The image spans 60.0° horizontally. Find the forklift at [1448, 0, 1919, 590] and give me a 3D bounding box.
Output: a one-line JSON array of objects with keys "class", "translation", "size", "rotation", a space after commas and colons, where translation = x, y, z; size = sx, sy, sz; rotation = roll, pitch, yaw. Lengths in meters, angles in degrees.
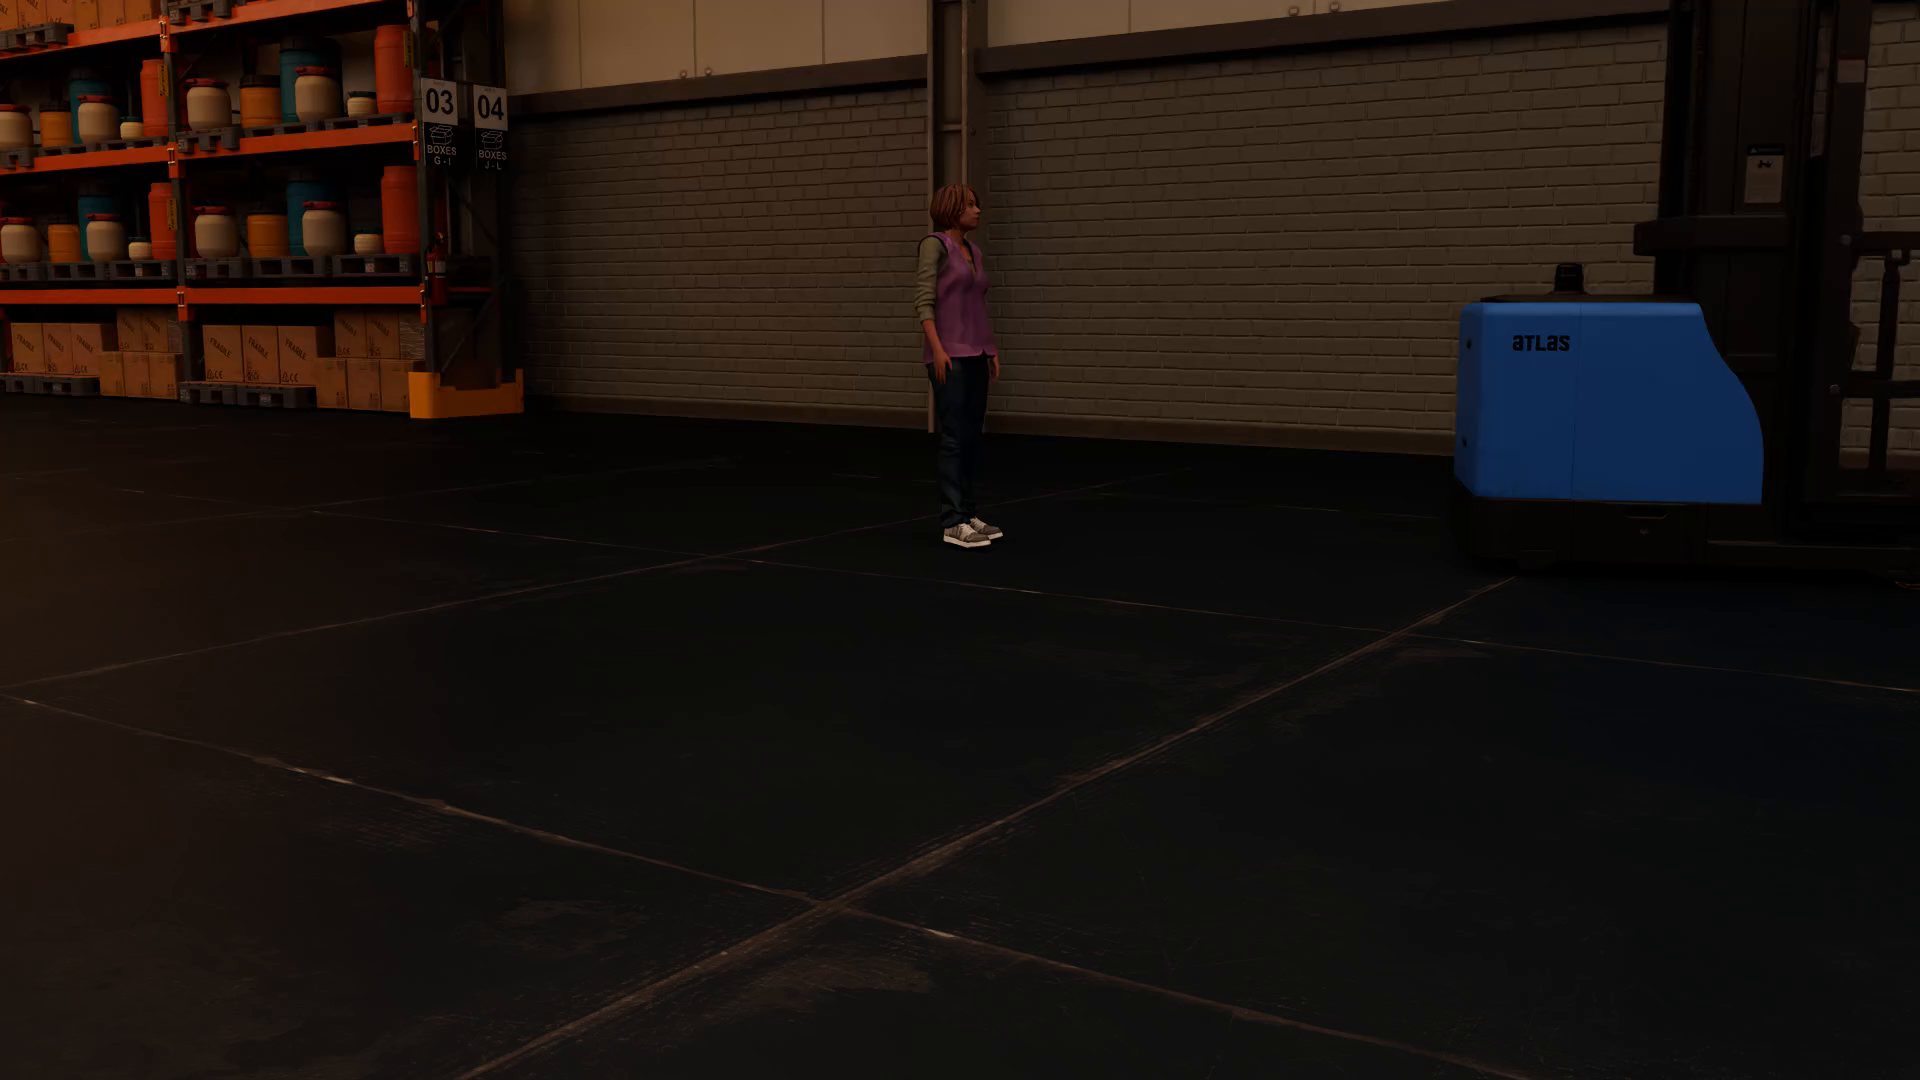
[{"class": "forklift", "translation": [3.609, -1.339, 6.609], "size": [3.031, 2.935, 1.130], "rotation": [2, 8, 11]}]

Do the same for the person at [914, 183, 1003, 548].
[{"class": "person", "translation": [0.054, -0.790, 7.438], "size": [0.473, 1.599, 0.521], "rotation": [5, 10, 34]}]
